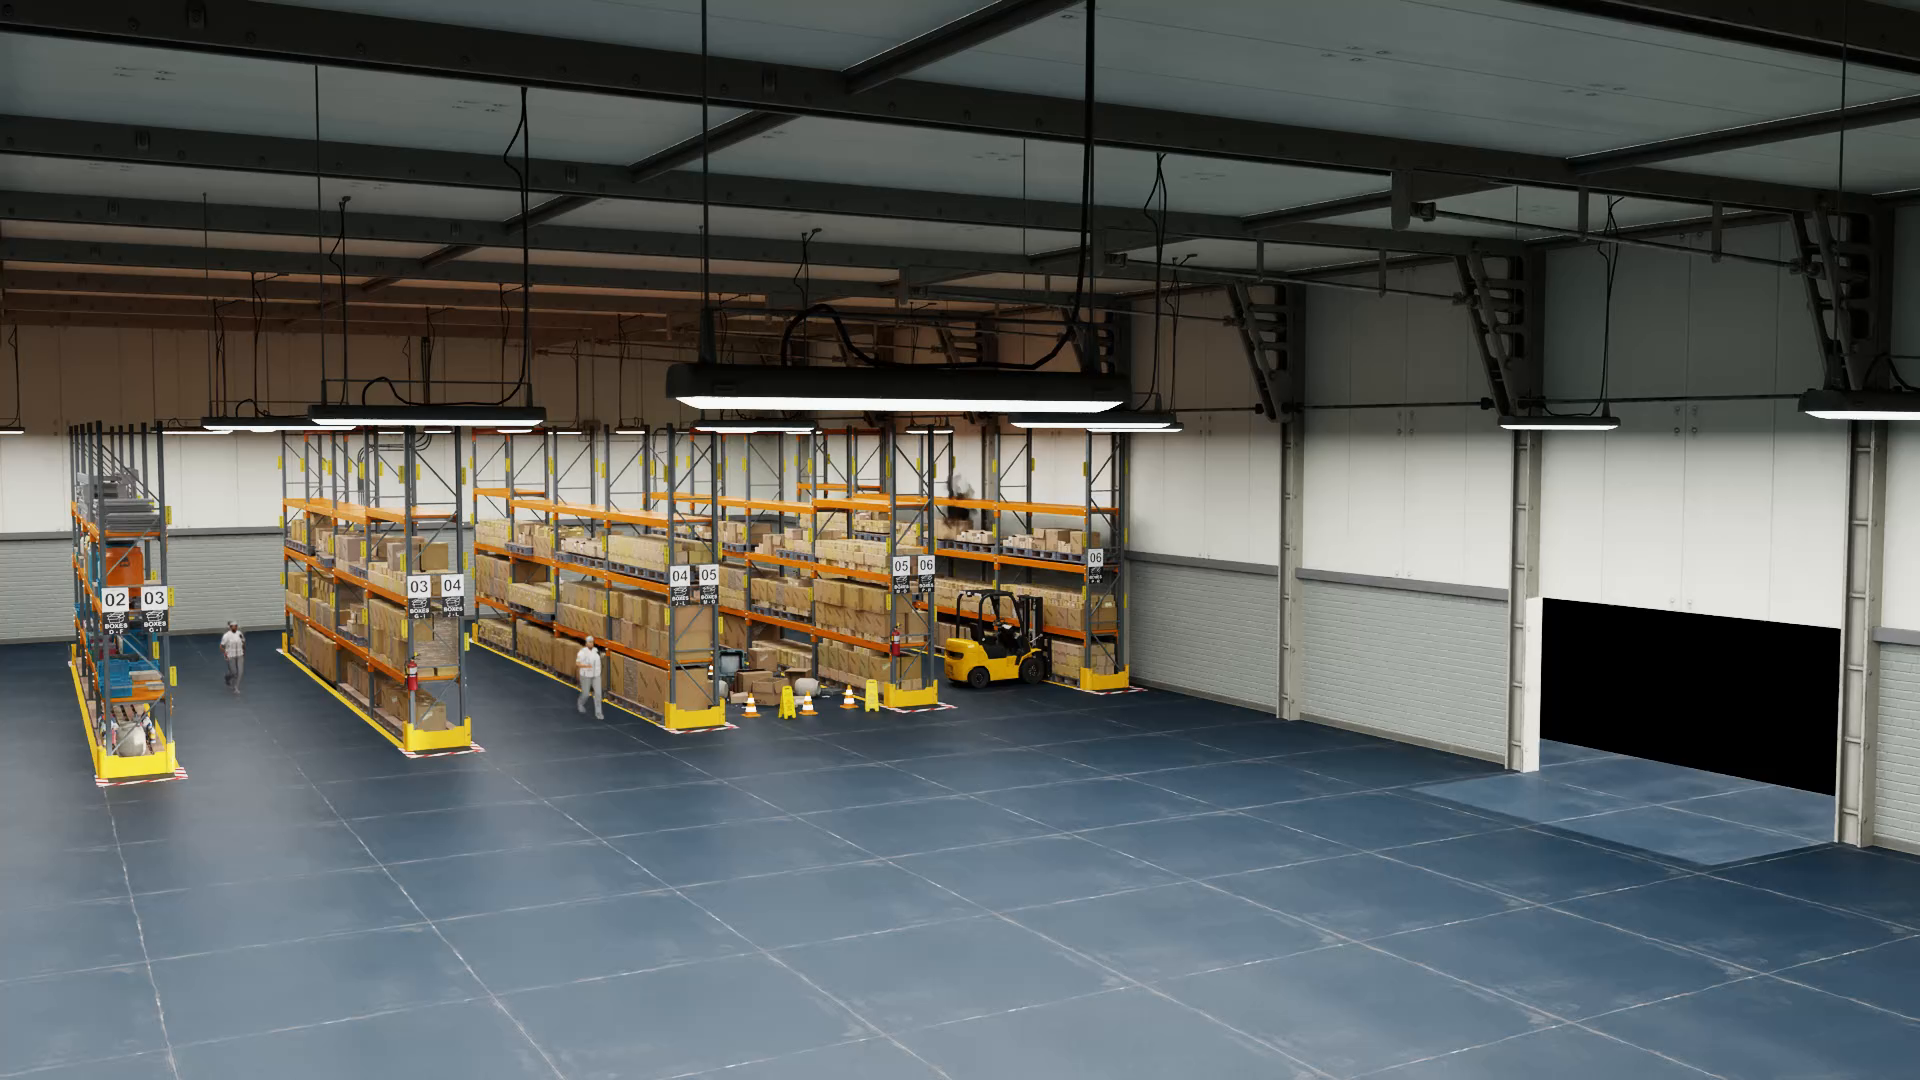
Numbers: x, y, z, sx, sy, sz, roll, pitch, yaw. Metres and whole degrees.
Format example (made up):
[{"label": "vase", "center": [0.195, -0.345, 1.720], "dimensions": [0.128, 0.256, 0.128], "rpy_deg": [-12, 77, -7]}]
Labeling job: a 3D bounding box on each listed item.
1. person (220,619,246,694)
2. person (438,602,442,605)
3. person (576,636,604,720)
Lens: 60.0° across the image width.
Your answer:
[{"label": "person", "center": [-16.280, 2.599, 37.288], "dimensions": [0.575, 1.662, 0.589], "rpy_deg": [-3, 5, -44]}, {"label": "person", "center": [-13.567, 2.217, 44.075], "dimensions": [0.679, 1.653, 0.889], "rpy_deg": [-2, 4, -24]}, {"label": "person", "center": [-7.533, 2.785, 33.877], "dimensions": [0.606, 1.666, 0.924], "rpy_deg": [-3, 4, -37]}]
